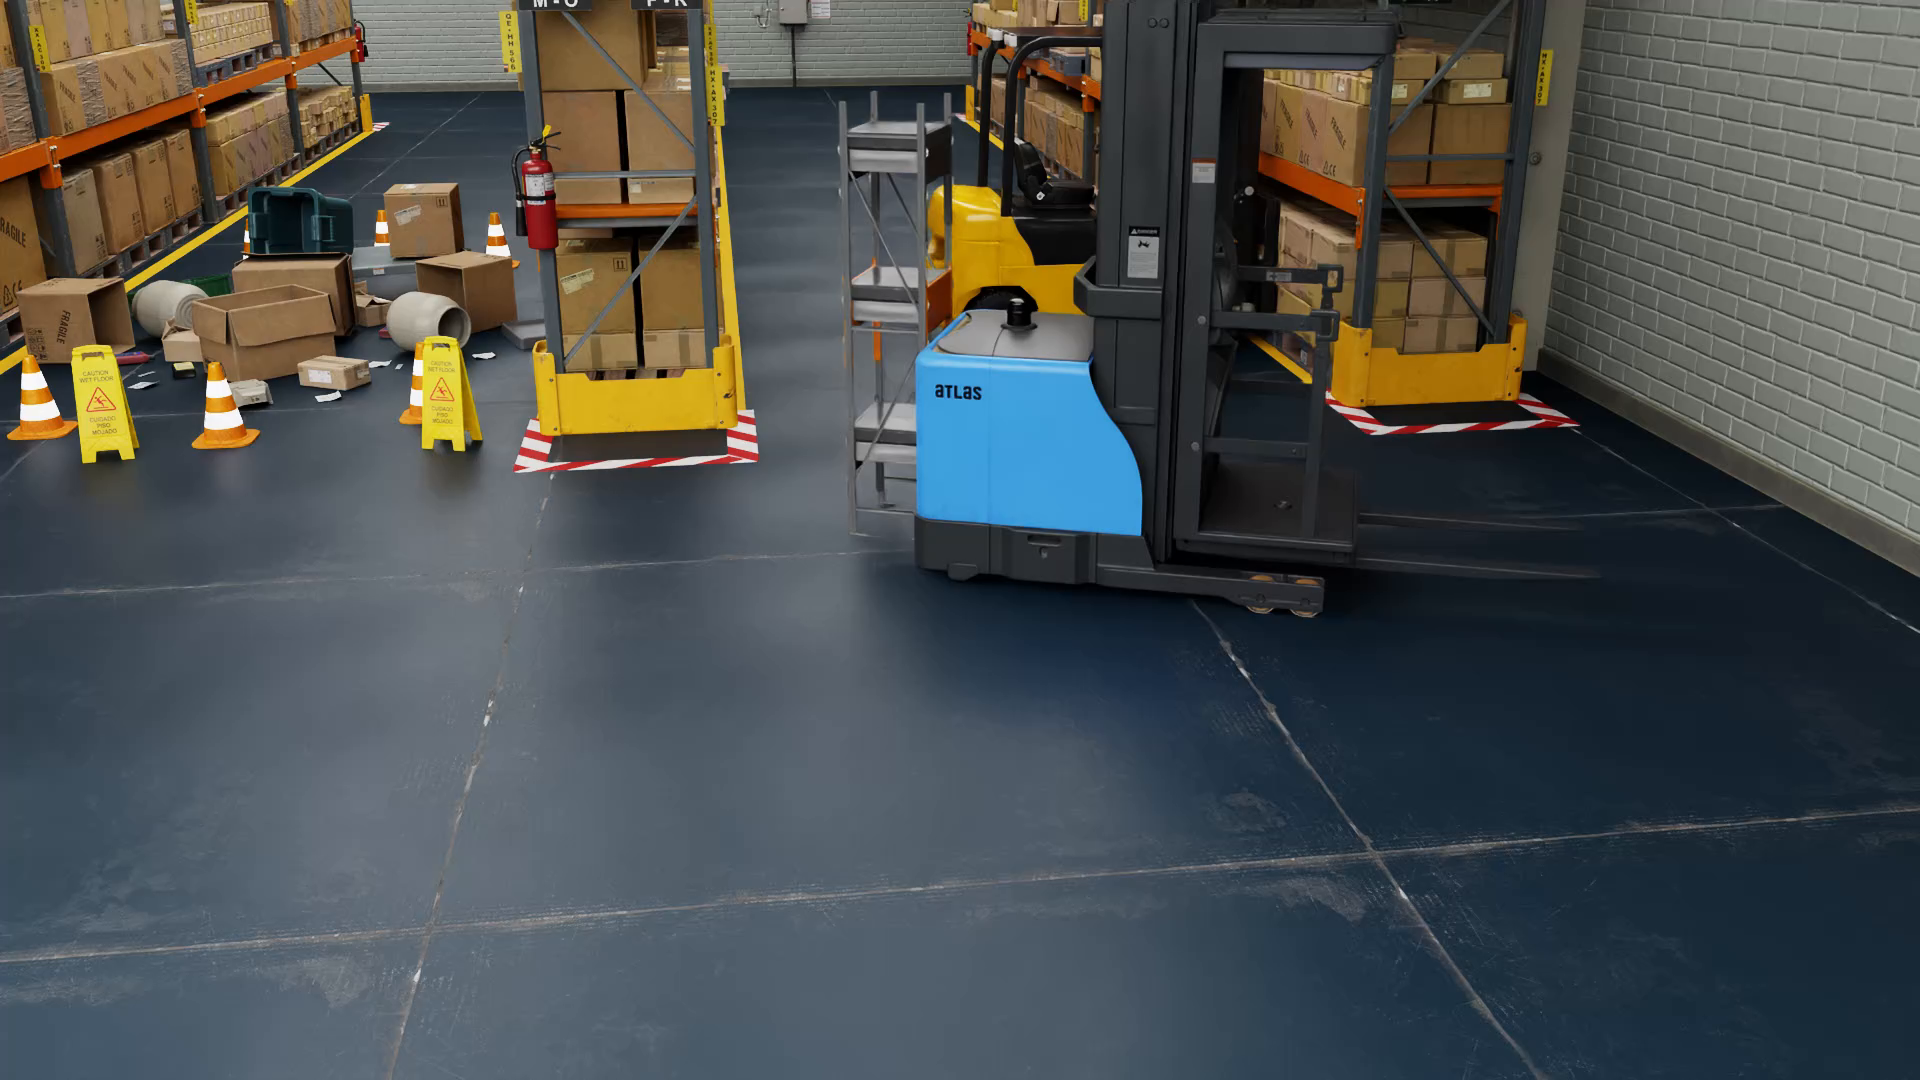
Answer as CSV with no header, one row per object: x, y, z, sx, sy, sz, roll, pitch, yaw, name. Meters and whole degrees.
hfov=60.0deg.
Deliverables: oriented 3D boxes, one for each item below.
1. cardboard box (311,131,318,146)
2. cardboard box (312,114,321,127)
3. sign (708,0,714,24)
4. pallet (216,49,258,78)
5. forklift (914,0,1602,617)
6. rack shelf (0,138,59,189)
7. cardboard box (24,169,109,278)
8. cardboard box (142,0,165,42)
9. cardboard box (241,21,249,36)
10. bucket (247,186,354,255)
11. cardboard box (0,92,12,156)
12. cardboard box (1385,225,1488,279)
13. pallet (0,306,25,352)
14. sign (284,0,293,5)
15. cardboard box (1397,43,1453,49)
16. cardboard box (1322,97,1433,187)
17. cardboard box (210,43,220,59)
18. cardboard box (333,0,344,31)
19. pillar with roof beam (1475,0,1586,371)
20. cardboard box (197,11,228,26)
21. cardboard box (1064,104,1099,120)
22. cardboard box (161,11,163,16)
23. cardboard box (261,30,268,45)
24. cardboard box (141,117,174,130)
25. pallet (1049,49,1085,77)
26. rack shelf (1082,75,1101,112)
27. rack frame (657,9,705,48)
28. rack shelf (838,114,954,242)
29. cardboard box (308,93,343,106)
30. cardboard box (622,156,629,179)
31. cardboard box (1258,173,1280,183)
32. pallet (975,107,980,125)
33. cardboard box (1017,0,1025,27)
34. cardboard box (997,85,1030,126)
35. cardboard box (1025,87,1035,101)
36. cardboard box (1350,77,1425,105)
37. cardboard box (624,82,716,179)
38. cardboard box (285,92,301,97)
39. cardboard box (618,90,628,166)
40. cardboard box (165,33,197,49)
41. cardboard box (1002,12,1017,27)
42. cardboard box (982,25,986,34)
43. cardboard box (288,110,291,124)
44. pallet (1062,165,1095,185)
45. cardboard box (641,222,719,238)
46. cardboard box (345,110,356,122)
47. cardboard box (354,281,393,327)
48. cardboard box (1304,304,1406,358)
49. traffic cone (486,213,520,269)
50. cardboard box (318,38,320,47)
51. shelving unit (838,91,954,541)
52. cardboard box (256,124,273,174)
-8.317,-5.049,20.923,0.380,0.149,0.250,-2,21,-6,cardboard box
-8.529,-5.452,21.575,0.380,0.149,0.250,-2,21,-5,cardboard box
-2.548,-5.389,16.817,0.100,0.325,0.005,-3,21,-8,sign
-8.294,-5.162,18.025,1.003,0.211,1.213,-3,21,-8,pallet
1.361,-1.238,7.340,3.031,2.935,1.130,5,21,12,forklift
-7.103,-2.154,10.726,1.077,0.370,4.000,-3,21,-8,rack shelf
-7.570,-2.537,13.337,1.050,0.750,0.750,-3,21,-8,cardboard box
-7.913,-4.928,15.552,0.700,0.500,0.500,-3,21,-8,cardboard box
-8.140,-5.683,18.477,0.380,0.149,0.250,-4,21,-11,cardboard box
-5.090,-2.432,12.946,0.726,0.611,0.620,4,11,11,bucket
-7.225,-2.938,11.580,0.875,0.550,0.550,-3,21,-8,cardboard box
3.098,-1.888,10.885,0.500,0.250,0.500,-3,21,-9,cardboard box
-7.359,-1.610,12.226,1.003,0.211,1.213,-3,21,-8,pallet
-7.996,-6.525,19.746,0.100,0.325,0.005,-3,21,-8,sign
3.066,-3.222,11.060,0.380,0.149,0.250,-3,21,-7,cardboard box
2.650,-2.539,10.585,0.500,0.500,0.500,-3,21,-9,cardboard box
-7.951,-5.093,17.323,0.380,0.149,0.250,-2,21,-5,cardboard box
-8.732,-7.204,22.648,0.500,0.500,0.500,-3,21,-9,cardboard box
-0.488,-5.215,9.318,9.100,9.000,0.400,-3,21,-8,pillar with roof beam
-8.034,-5.551,17.701,0.380,0.149,0.250,-2,21,-6,cardboard box
1.411,-4.959,19.253,0.380,0.149,0.250,-3,21,-9,cardboard box
-8.676,-5.521,17.620,0.380,0.149,0.250,-2,21,-5,cardboard box
-8.253,-5.815,19.258,0.380,0.149,0.250,-3,21,-7,cardboard box
-8.326,-4.169,16.993,0.500,0.250,0.500,-3,21,-9,cardboard box
1.660,-5.246,18.250,1.213,0.211,1.003,-3,21,-8,pallet
2.116,-4.076,15.870,1.077,0.370,4.000,-3,21,-8,rack shelf
-2.507,-3.469,13.216,1.000,3.000,0.127,-3,21,-8,rack frame
-0.294,-1.716,7.847,0.431,0.518,0.480,5,21,13,rack shelf
-8.583,-5.952,22.489,0.380,0.149,0.250,-2,21,-6,cardboard box
-2.323,-2.440,10.821,0.380,0.149,0.250,-3,21,-7,cardboard box
2.227,-2.736,13.156,0.500,0.250,0.500,-3,21,-8,cardboard box
0.801,-6.266,24.692,1.003,0.211,1.213,-3,21,-8,pallet
1.099,-6.555,20.736,0.700,0.500,0.500,-2,21,-6,cardboard box
0.903,-6.027,23.038,0.700,0.500,0.500,-4,21,-10,cardboard box
1.039,-5.682,21.188,0.380,0.149,0.250,-2,21,-5,cardboard box
2.653,-2.792,10.334,0.380,0.149,0.250,-3,21,-7,cardboard box
-1.725,-2.448,9.915,0.500,0.500,0.500,-3,21,-9,cardboard box
-9.196,-6.015,22.659,0.380,0.149,0.250,-4,21,-10,cardboard box
-2.349,-2.617,10.369,0.500,0.500,0.500,-3,21,-8,cardboard box
-7.839,-4.965,16.555,0.380,0.149,0.250,-2,21,-5,cardboard box
0.849,-6.896,22.181,0.500,0.250,0.500,-3,21,-8,cardboard box
0.532,-7.544,24.486,0.380,0.149,0.250,-2,21,-6,cardboard box
-8.389,-5.223,20.538,0.380,0.149,0.250,-2,21,-6,cardboard box
1.757,-4.059,18.783,1.003,0.211,1.213,-3,21,-8,pallet
-1.857,-1.826,11.075,0.500,0.500,0.500,-4,21,-10,cardboard box
-8.702,-5.944,23.319,0.380,0.149,0.250,-2,21,-6,cardboard box
-4.514,-1.797,12.649,0.396,0.266,0.258,17,27,39,cardboard box
2.600,-1.391,10.982,0.500,0.250,0.500,-3,21,-7,cardboard box
-4.072,-2.639,14.620,0.336,0.463,0.334,-3,21,-8,traffic cone
-8.584,-6.495,21.677,0.380,0.149,0.250,-2,21,-6,cardboard box
-0.294,-1.073,8.087,0.431,2.100,0.503,5,21,13,shelving unit
-8.045,-4.381,18.630,0.500,0.500,0.500,-3,21,-9,cardboard box
